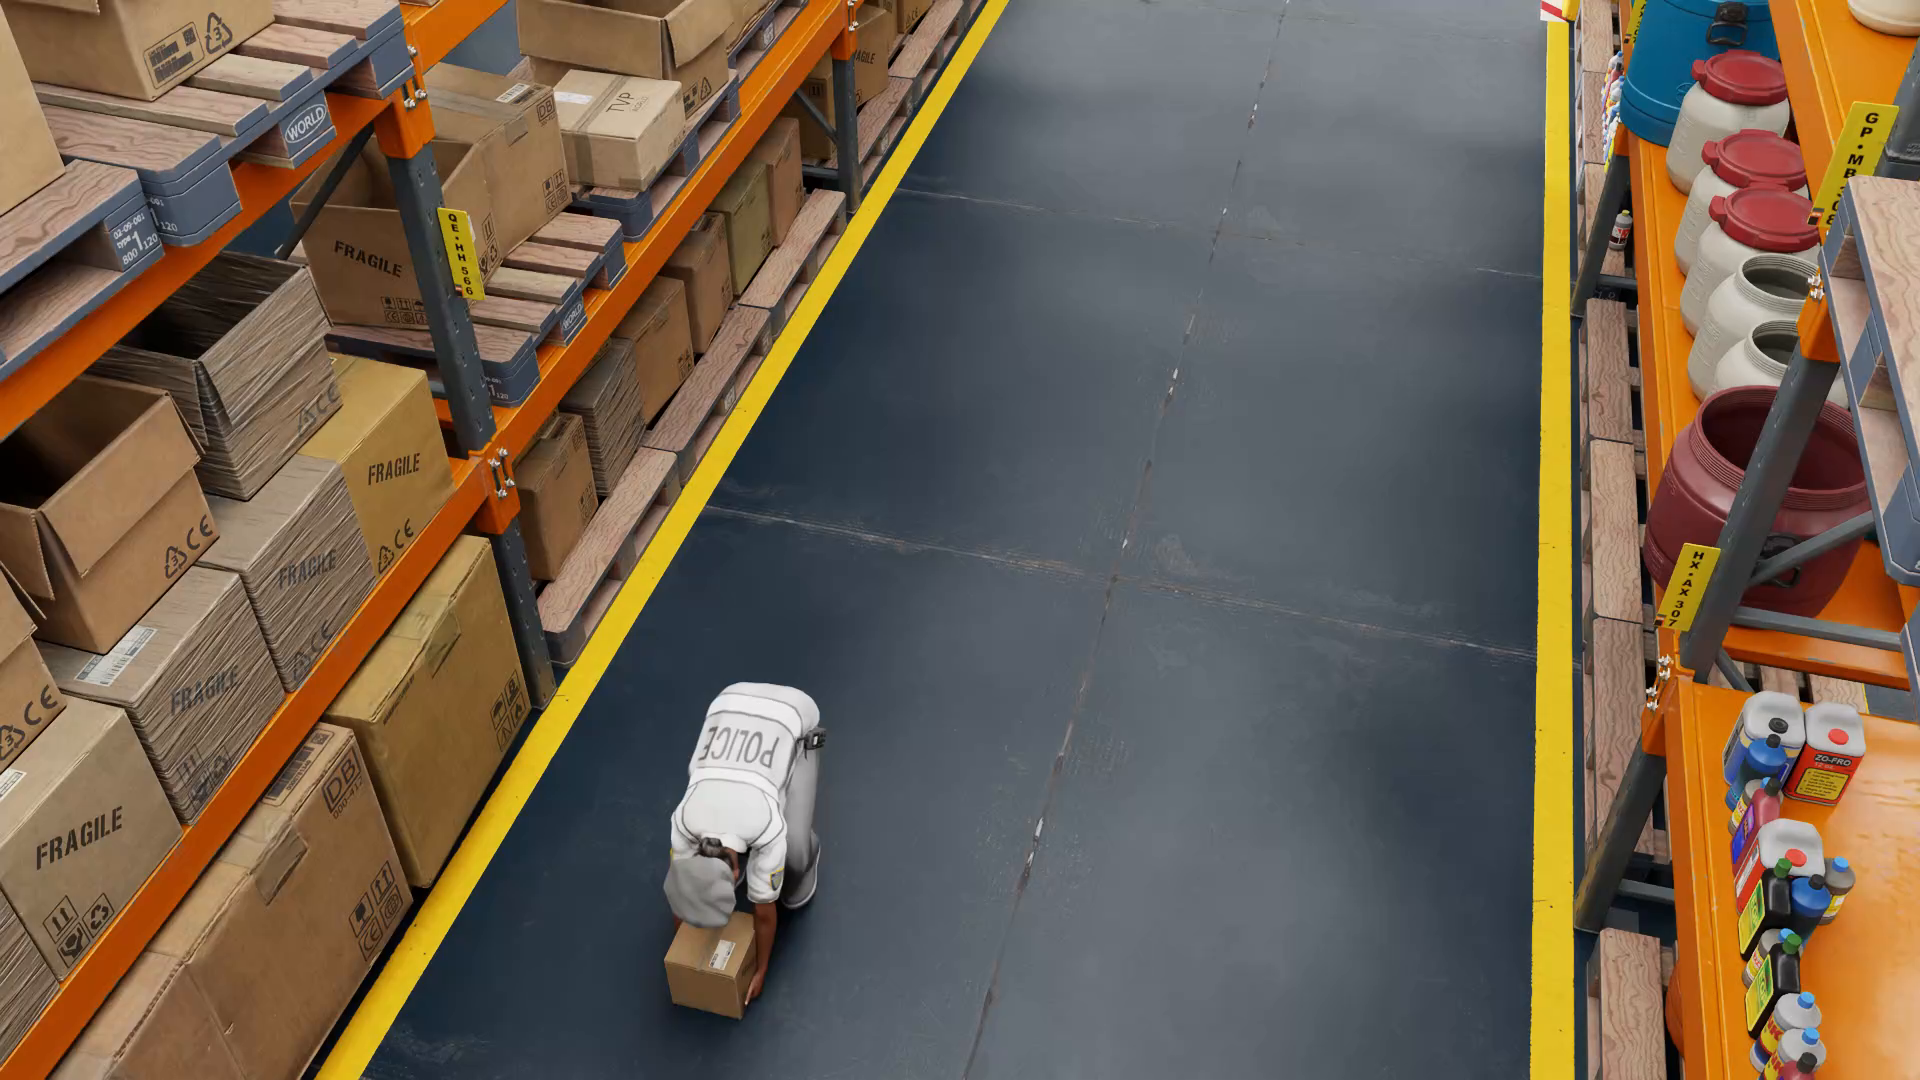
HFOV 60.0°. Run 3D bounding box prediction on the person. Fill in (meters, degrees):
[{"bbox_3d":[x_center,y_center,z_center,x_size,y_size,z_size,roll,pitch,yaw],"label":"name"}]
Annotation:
[{"bbox_3d":[-0.732,1.015,5.670,0.469,0.822,0.920,9,42,10],"label":"person"}]
